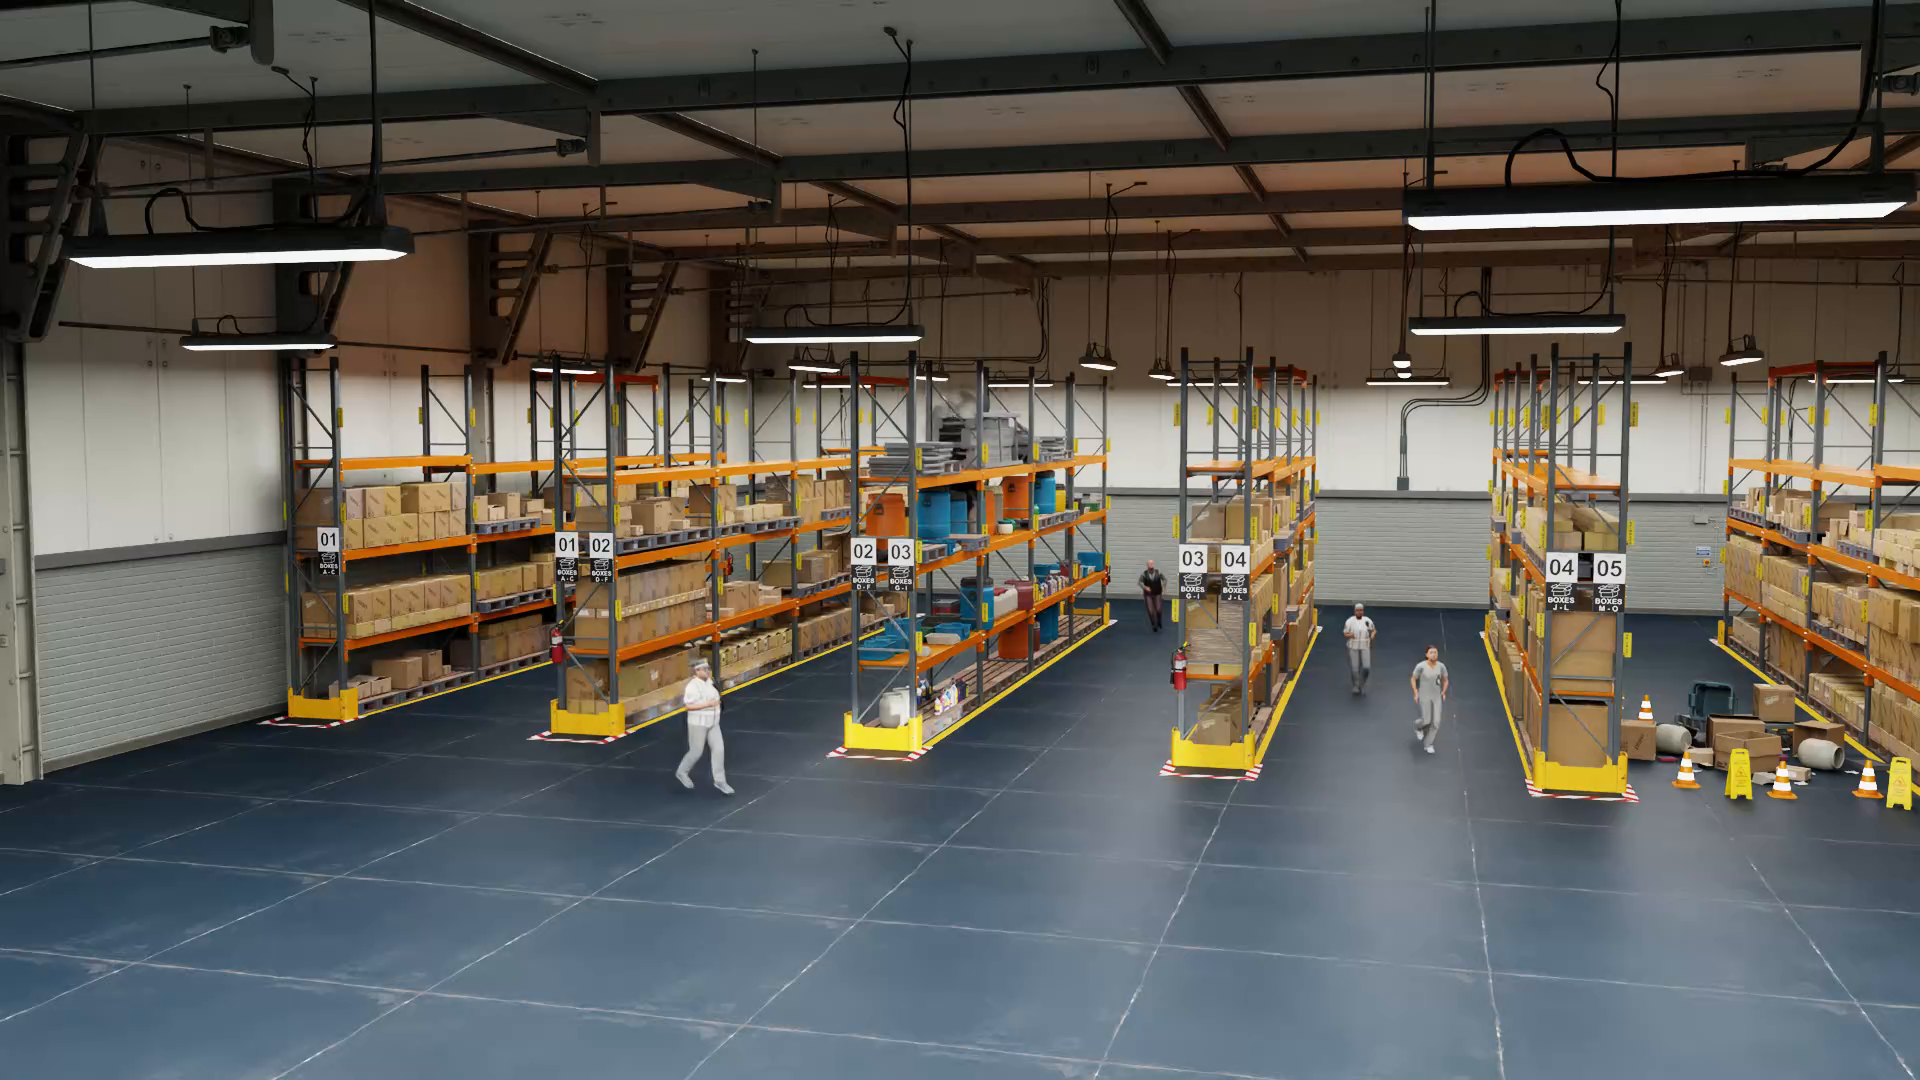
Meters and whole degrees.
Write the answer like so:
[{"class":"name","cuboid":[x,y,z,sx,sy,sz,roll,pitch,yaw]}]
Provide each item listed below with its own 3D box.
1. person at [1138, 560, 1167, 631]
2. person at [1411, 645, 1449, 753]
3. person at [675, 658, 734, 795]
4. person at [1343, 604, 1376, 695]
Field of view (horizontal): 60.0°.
[{"class":"person","cuboid":[4.499,1.303,38.899,0.691,1.678,0.516,0,4,4]},{"class":"person","cuboid":[7.054,2.368,24.990,0.552,1.618,0.599,0,4,2]},{"class":"person","cuboid":[-3.422,2.466,22.191,0.898,1.805,0.653,3,5,35]},{"class":"person","cuboid":[7.218,1.981,30.021,0.587,1.660,0.610,1,4,10]}]
